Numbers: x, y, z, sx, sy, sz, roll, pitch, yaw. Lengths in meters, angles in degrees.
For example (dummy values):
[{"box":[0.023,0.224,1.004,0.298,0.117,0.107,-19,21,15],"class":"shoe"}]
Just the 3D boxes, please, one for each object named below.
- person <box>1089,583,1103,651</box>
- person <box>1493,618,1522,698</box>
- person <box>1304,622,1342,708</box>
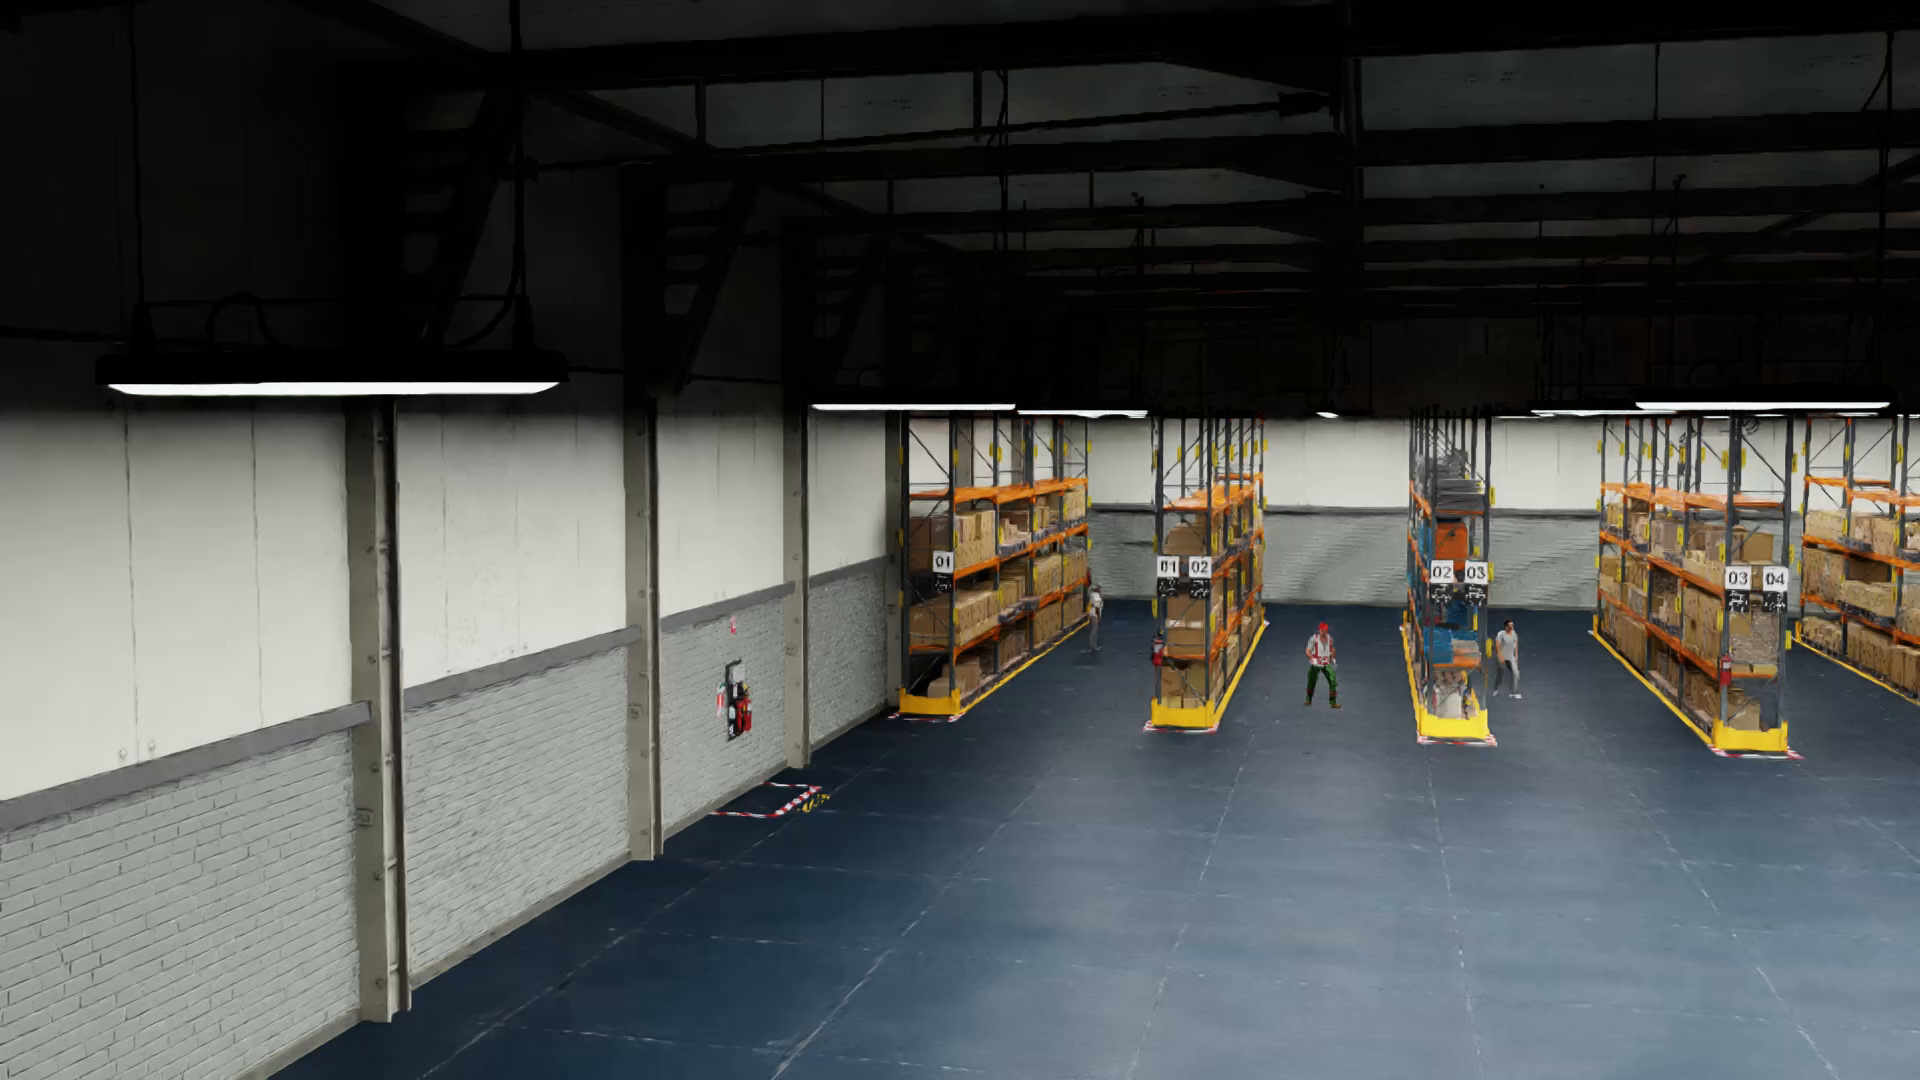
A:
[{"box":[3.381,1.904,41.319,0.371,1.682,0.582,-1,4,-8],"class":"person"},{"box":[11.331,2.427,34.475,0.567,1.636,0.700,-1,4,-8],"class":"person"},{"box":[7.213,2.473,33.188,0.684,1.715,0.844,0,4,-3],"class":"person"}]
